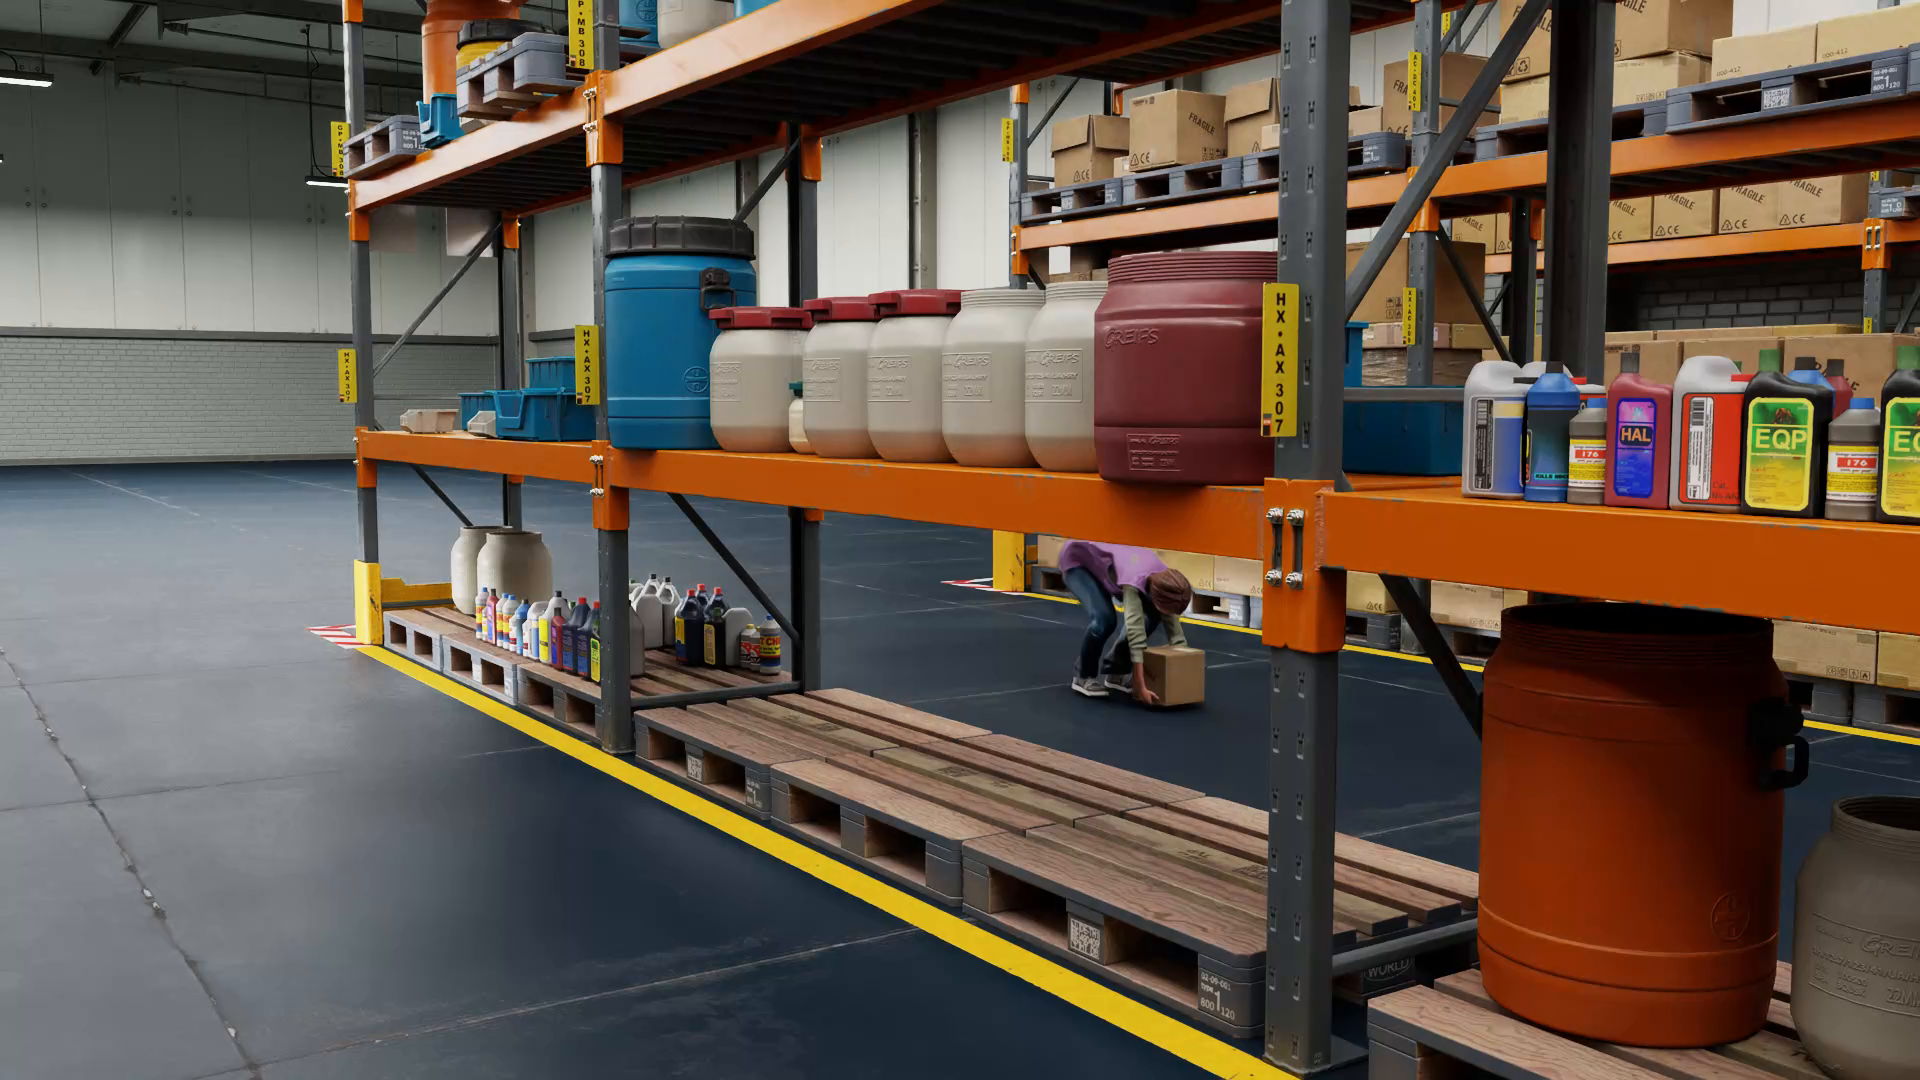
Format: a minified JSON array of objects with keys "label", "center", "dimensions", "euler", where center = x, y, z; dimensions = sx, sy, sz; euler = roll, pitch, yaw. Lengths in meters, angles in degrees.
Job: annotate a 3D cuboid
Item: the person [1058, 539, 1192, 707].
[{"label":"person","center":[0.844,0.373,8.347],"dimensions":[0.429,0.844,0.855],"euler":[-4,6,-36]}]
